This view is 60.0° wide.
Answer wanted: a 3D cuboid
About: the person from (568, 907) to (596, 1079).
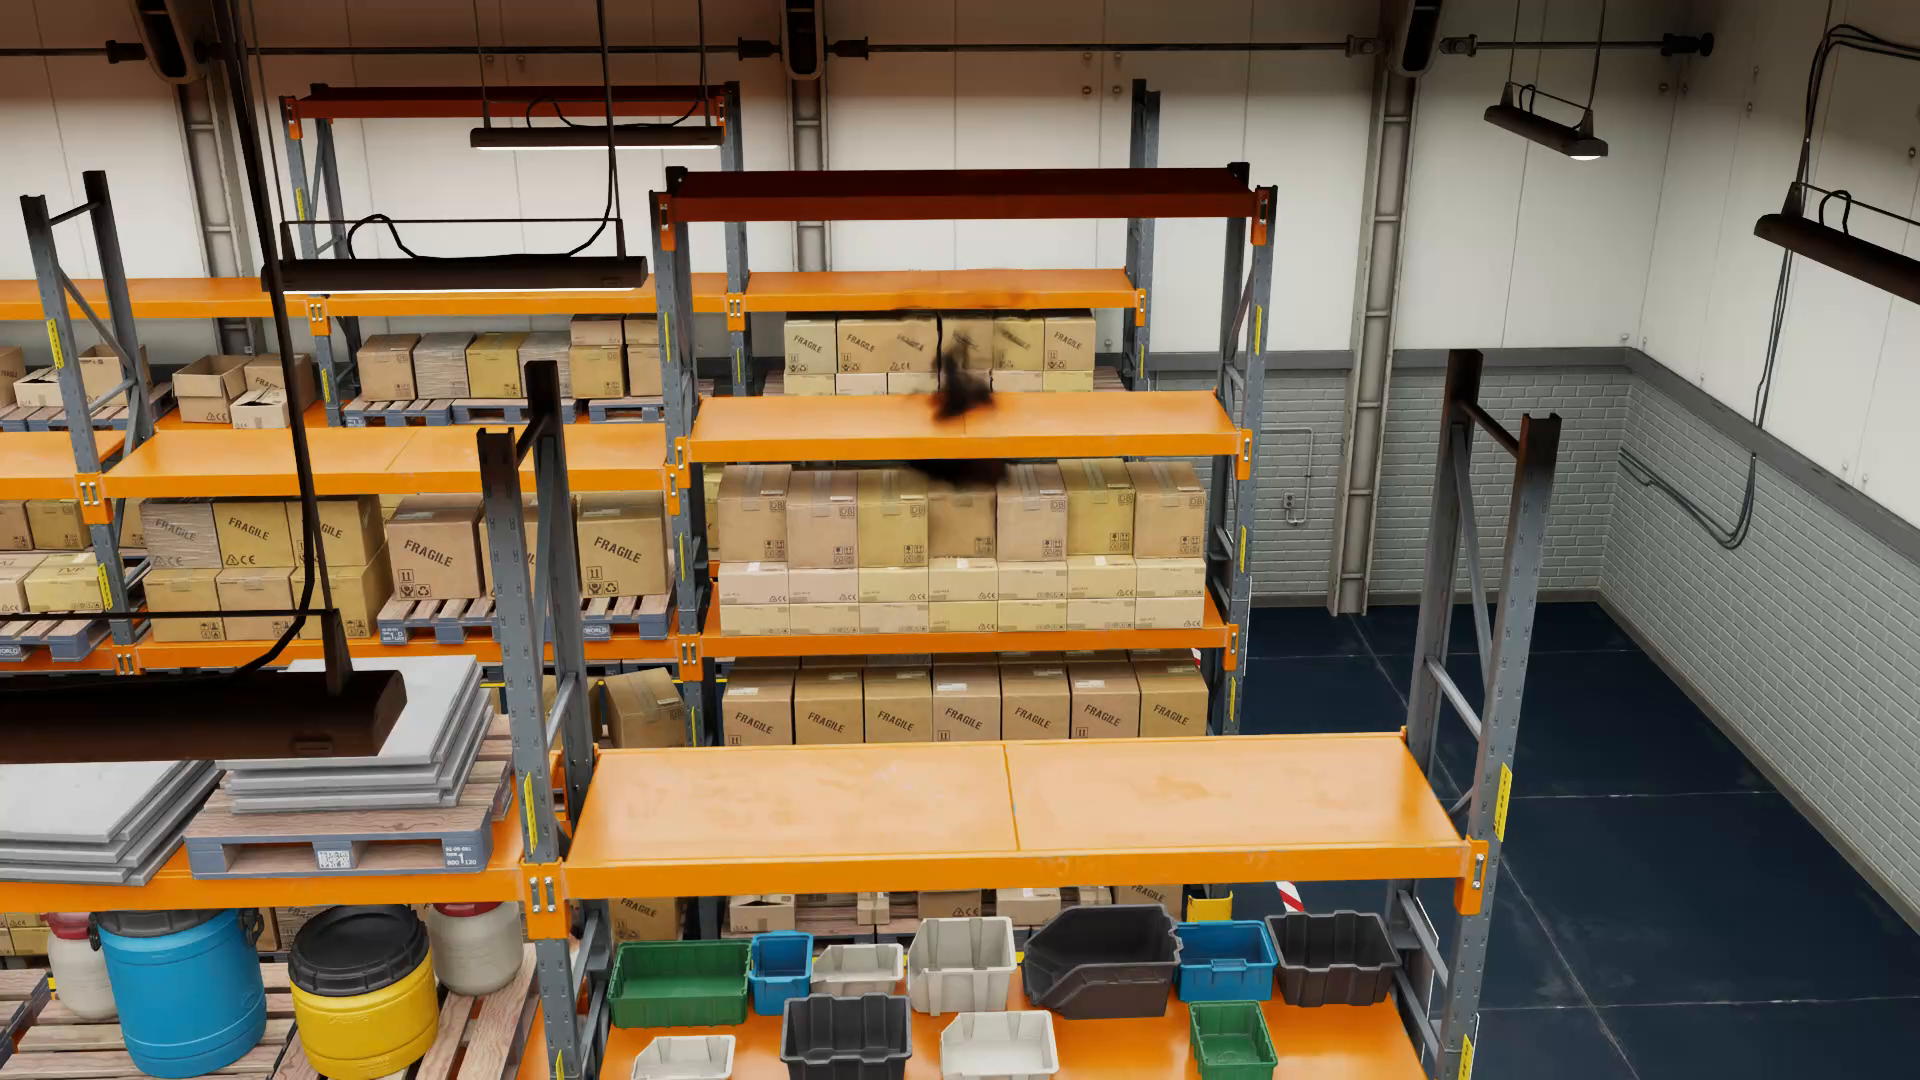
[{"bbox_3d":[-2.536,3.167,11.072,0.929,1.682,0.554,-4,23,-10],"label":"person"}]
